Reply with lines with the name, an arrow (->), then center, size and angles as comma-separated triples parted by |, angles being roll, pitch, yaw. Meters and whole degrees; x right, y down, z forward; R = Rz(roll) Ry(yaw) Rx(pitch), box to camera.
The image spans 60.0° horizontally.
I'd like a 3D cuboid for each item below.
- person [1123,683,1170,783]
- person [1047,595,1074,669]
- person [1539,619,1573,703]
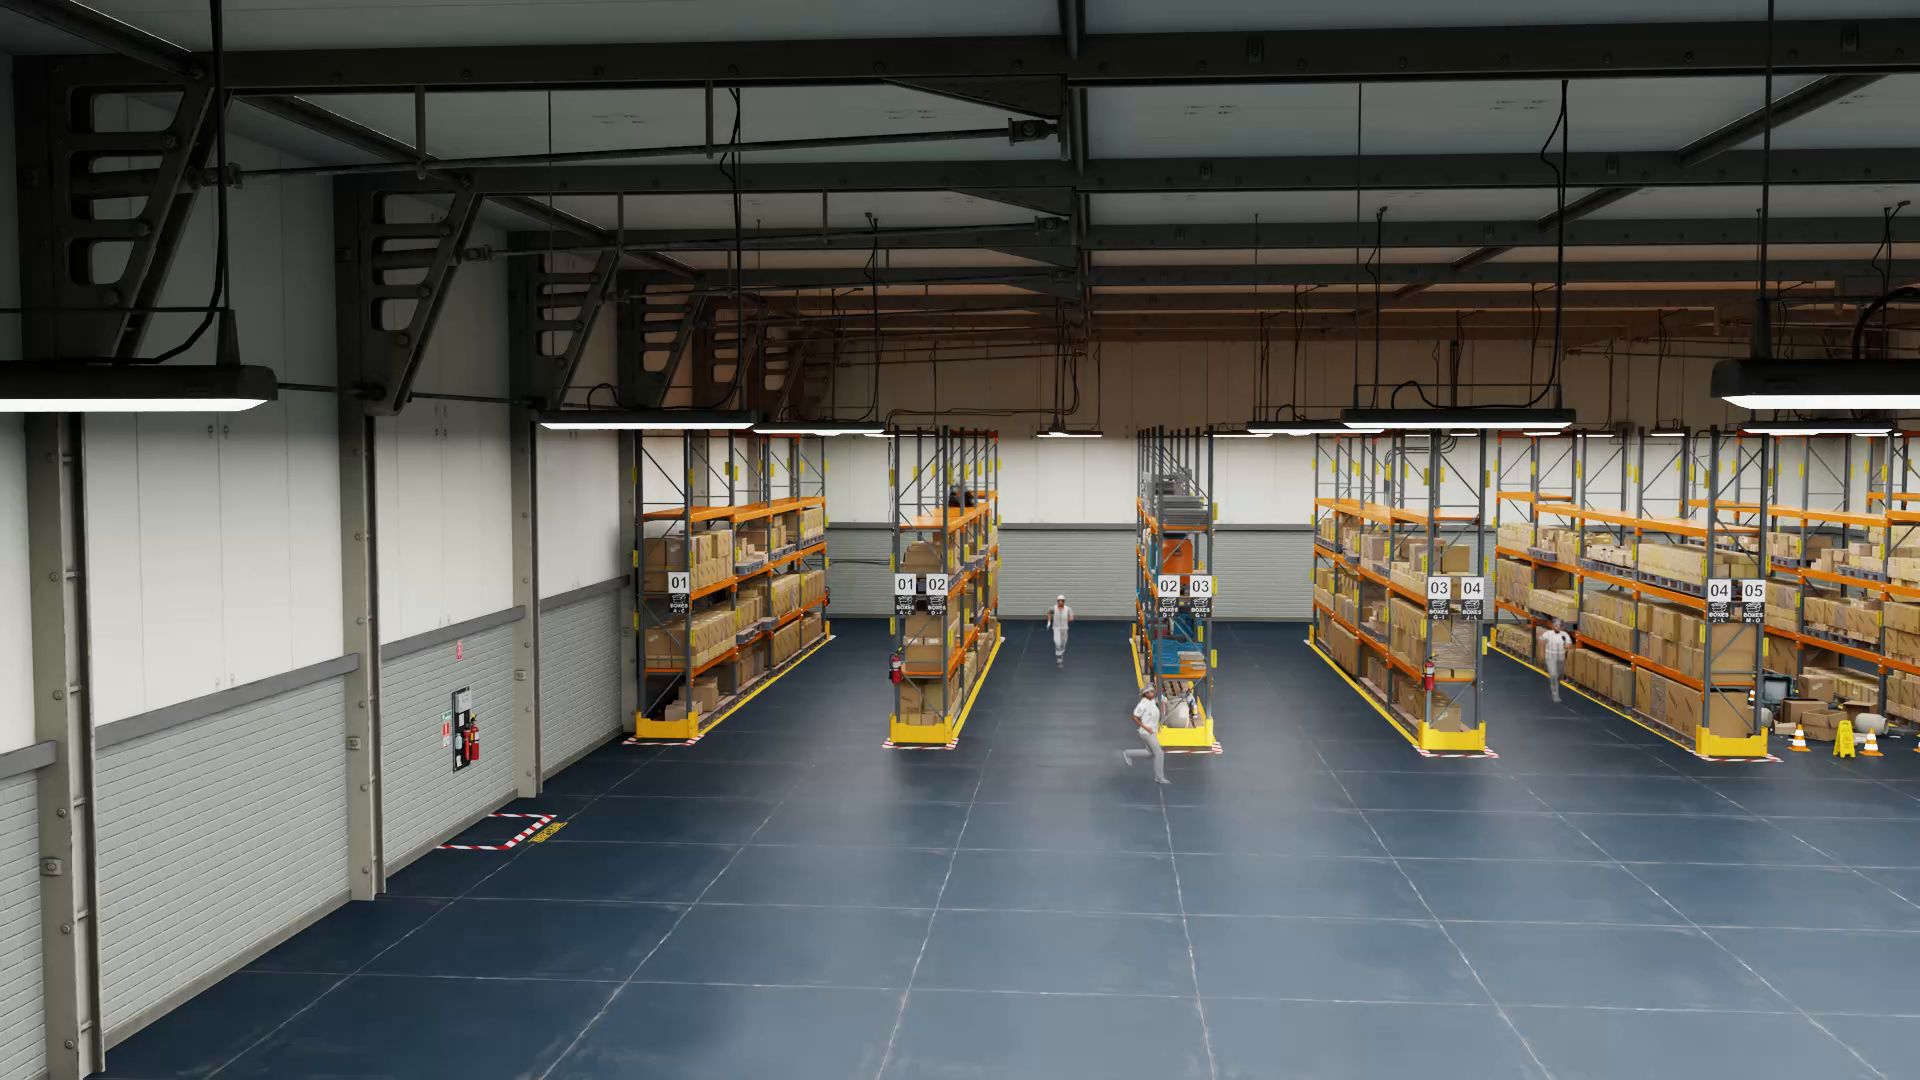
person -> 3.138, 3.236, 27.936 | 0.867, 1.684, 0.566 | 2, 4, 25
person -> 2.534, 2.284, 41.903 | 0.654, 1.815, 0.937 | 0, 3, -5
person -> 13.106, 2.615, 36.565 | 0.652, 1.791, 0.969 | 0, 3, 3
